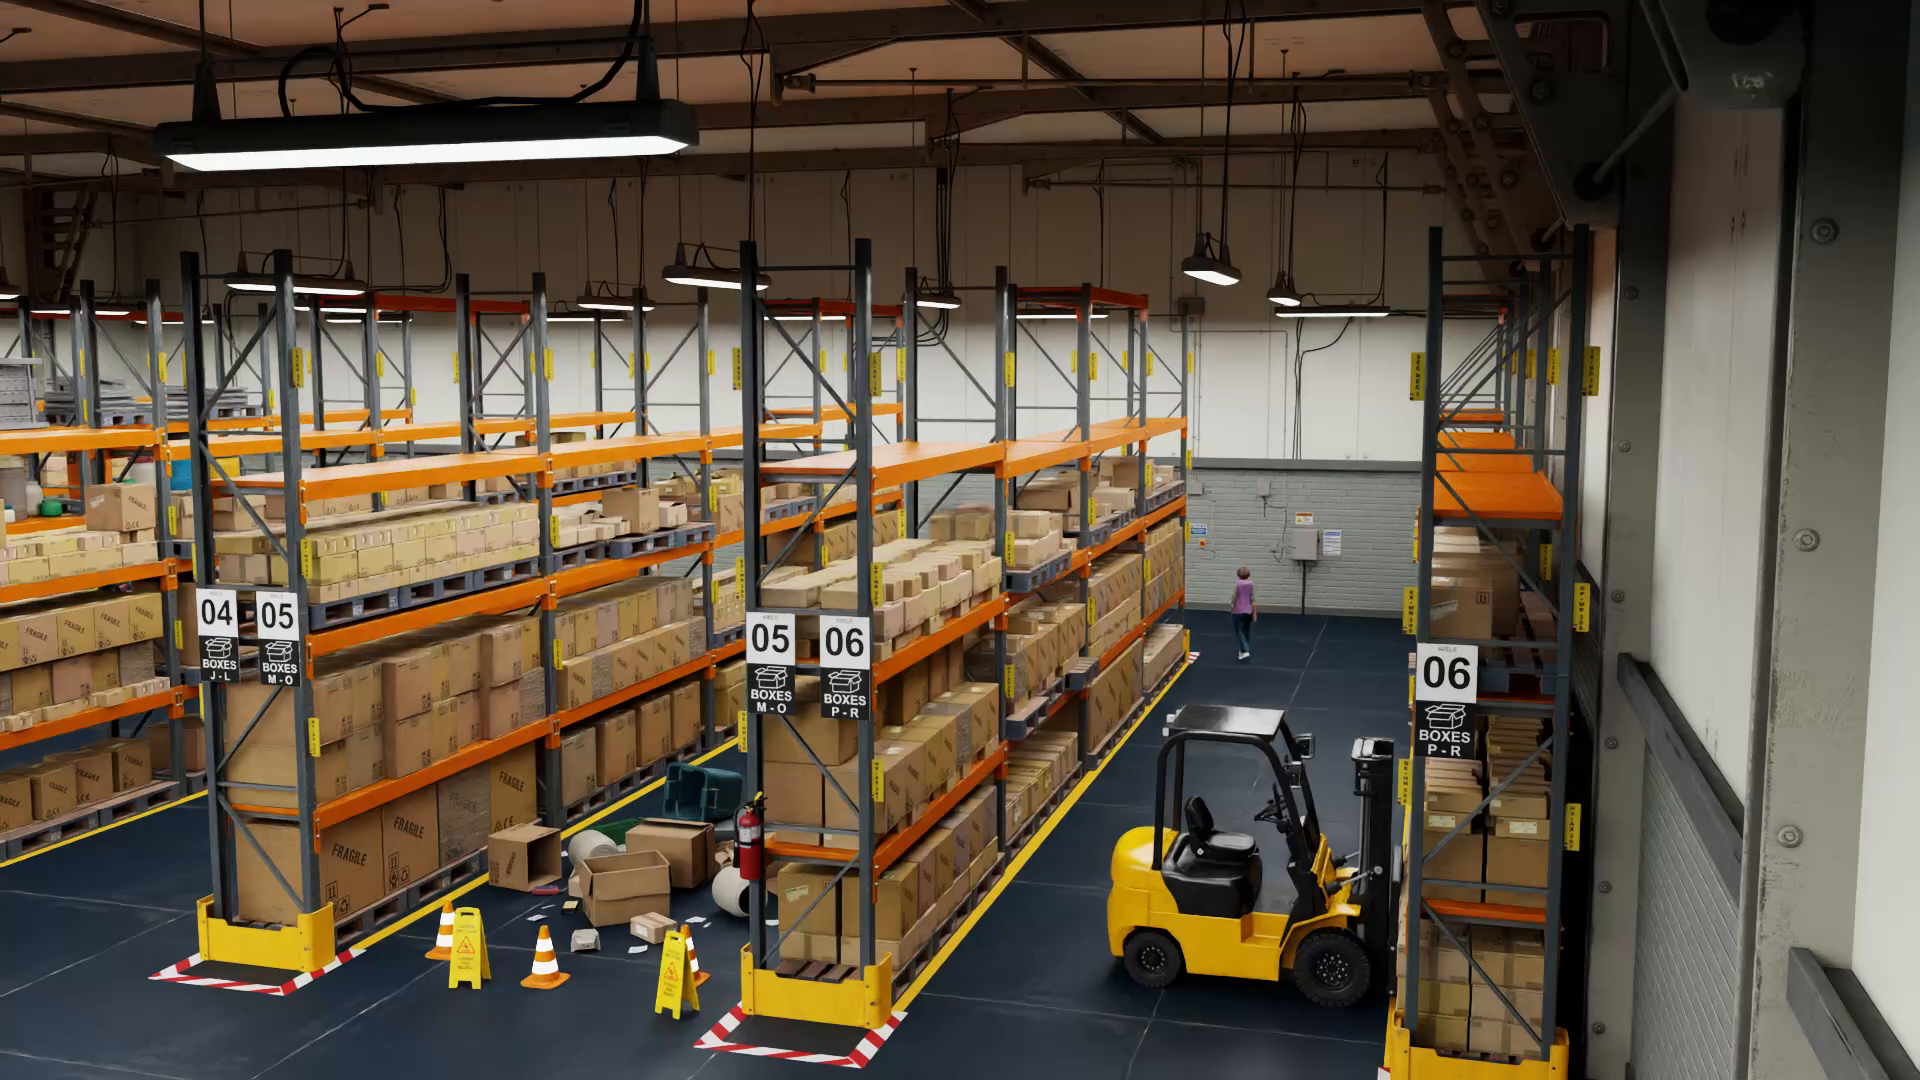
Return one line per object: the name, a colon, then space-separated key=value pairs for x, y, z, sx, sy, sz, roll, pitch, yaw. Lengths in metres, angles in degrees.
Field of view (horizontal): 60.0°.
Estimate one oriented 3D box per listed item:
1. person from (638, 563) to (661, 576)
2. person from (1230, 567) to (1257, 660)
person: x=-6.252 y=0.559 z=33.248 sx=0.545 sy=1.743 sz=0.774 roll=-4 pitch=8 yaw=-35
person: x=4.798 y=1.234 z=28.196 sx=0.443 sy=1.573 sz=0.740 roll=-2 pitch=7 yaw=-15
